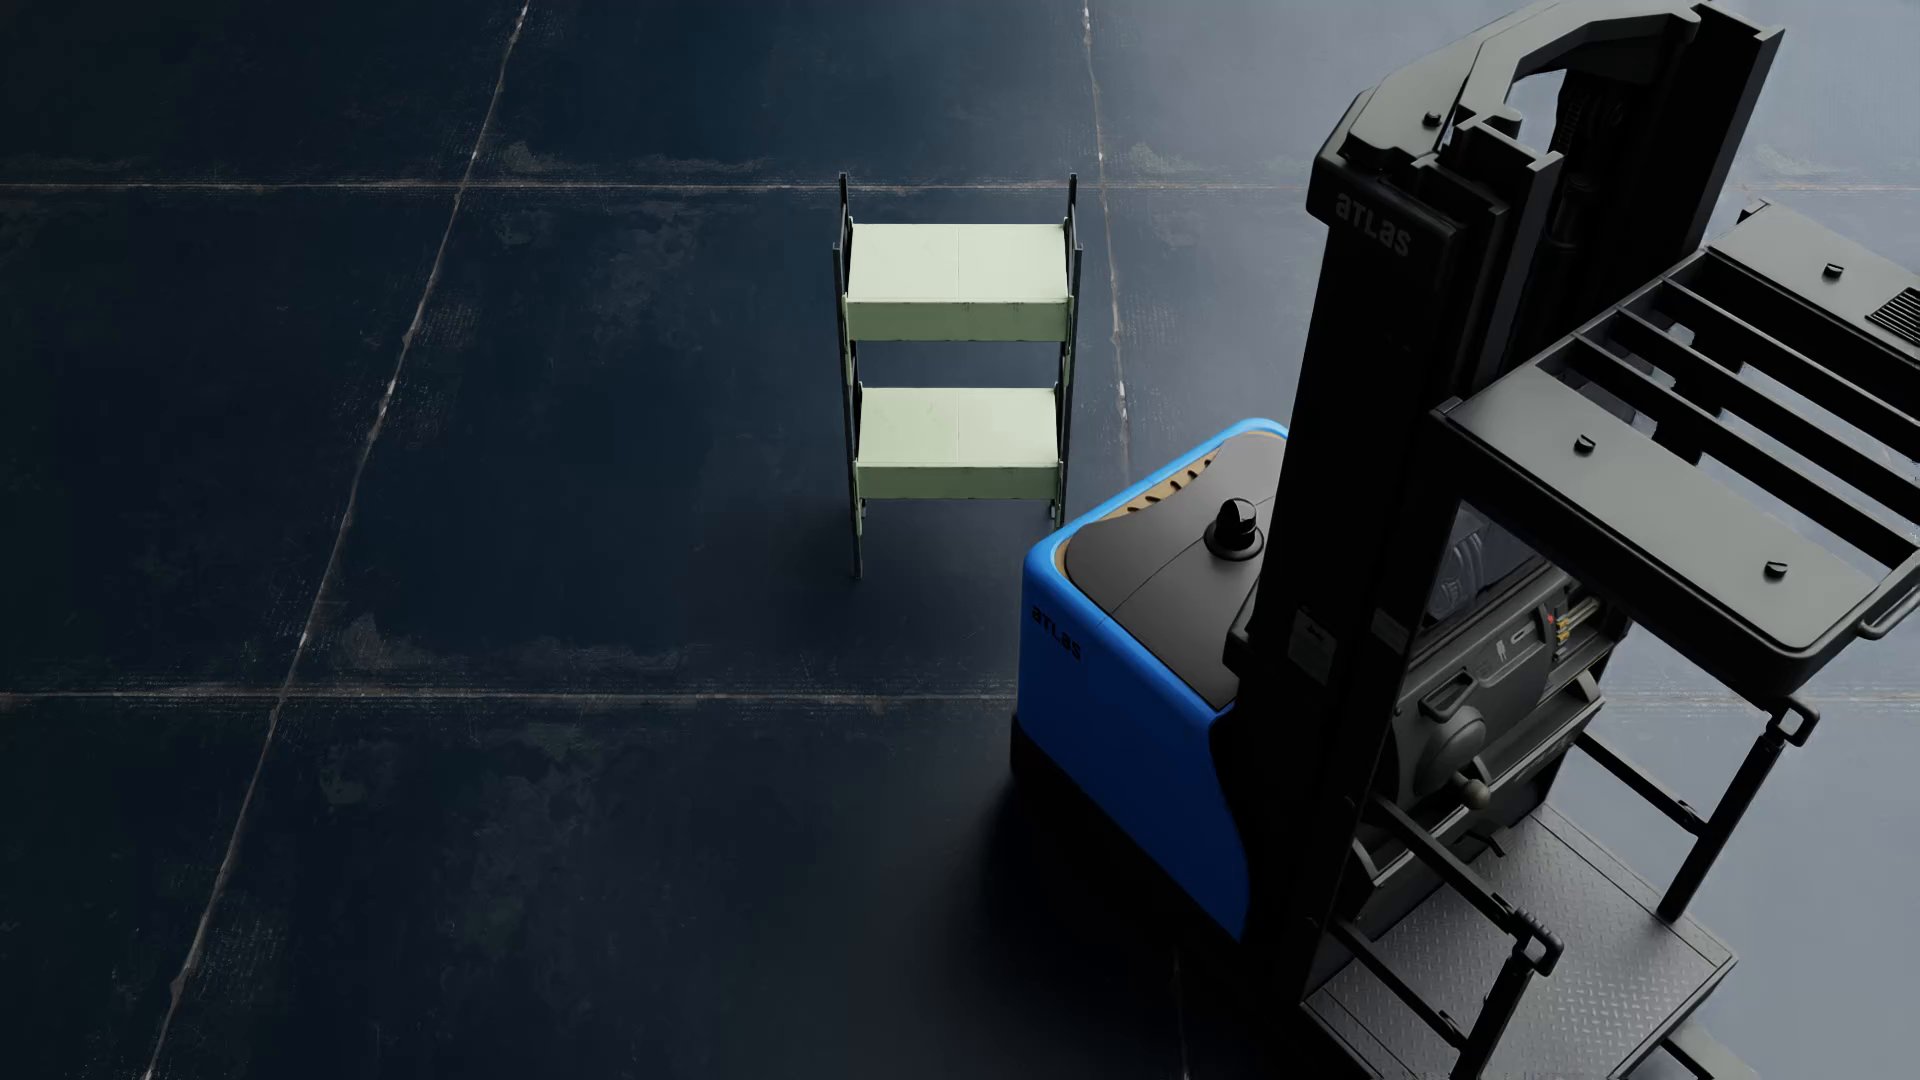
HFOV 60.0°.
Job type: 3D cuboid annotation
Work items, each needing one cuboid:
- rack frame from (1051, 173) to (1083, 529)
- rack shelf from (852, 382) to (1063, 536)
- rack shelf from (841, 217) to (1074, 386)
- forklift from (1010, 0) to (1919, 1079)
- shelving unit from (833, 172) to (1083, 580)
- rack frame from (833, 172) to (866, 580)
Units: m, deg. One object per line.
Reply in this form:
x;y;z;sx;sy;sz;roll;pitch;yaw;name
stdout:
0.359;-0.510;5.700;0.023;1.500;0.400;0;47;0;rack frame
-0.007;-0.289;5.940;0.720;0.370;0.431;0;47;0;rack shelf
-0.007;-0.777;5.415;0.720;0.370;0.431;0;47;0;rack shelf
1.478;0.391;3.884;1.130;2.935;3.031;-30;54;-25;forklift
-0.007;-0.511;5.701;0.755;1.500;0.431;0;47;0;shelving unit
-0.373;-0.512;5.702;0.023;1.500;0.400;0;47;0;rack frame
